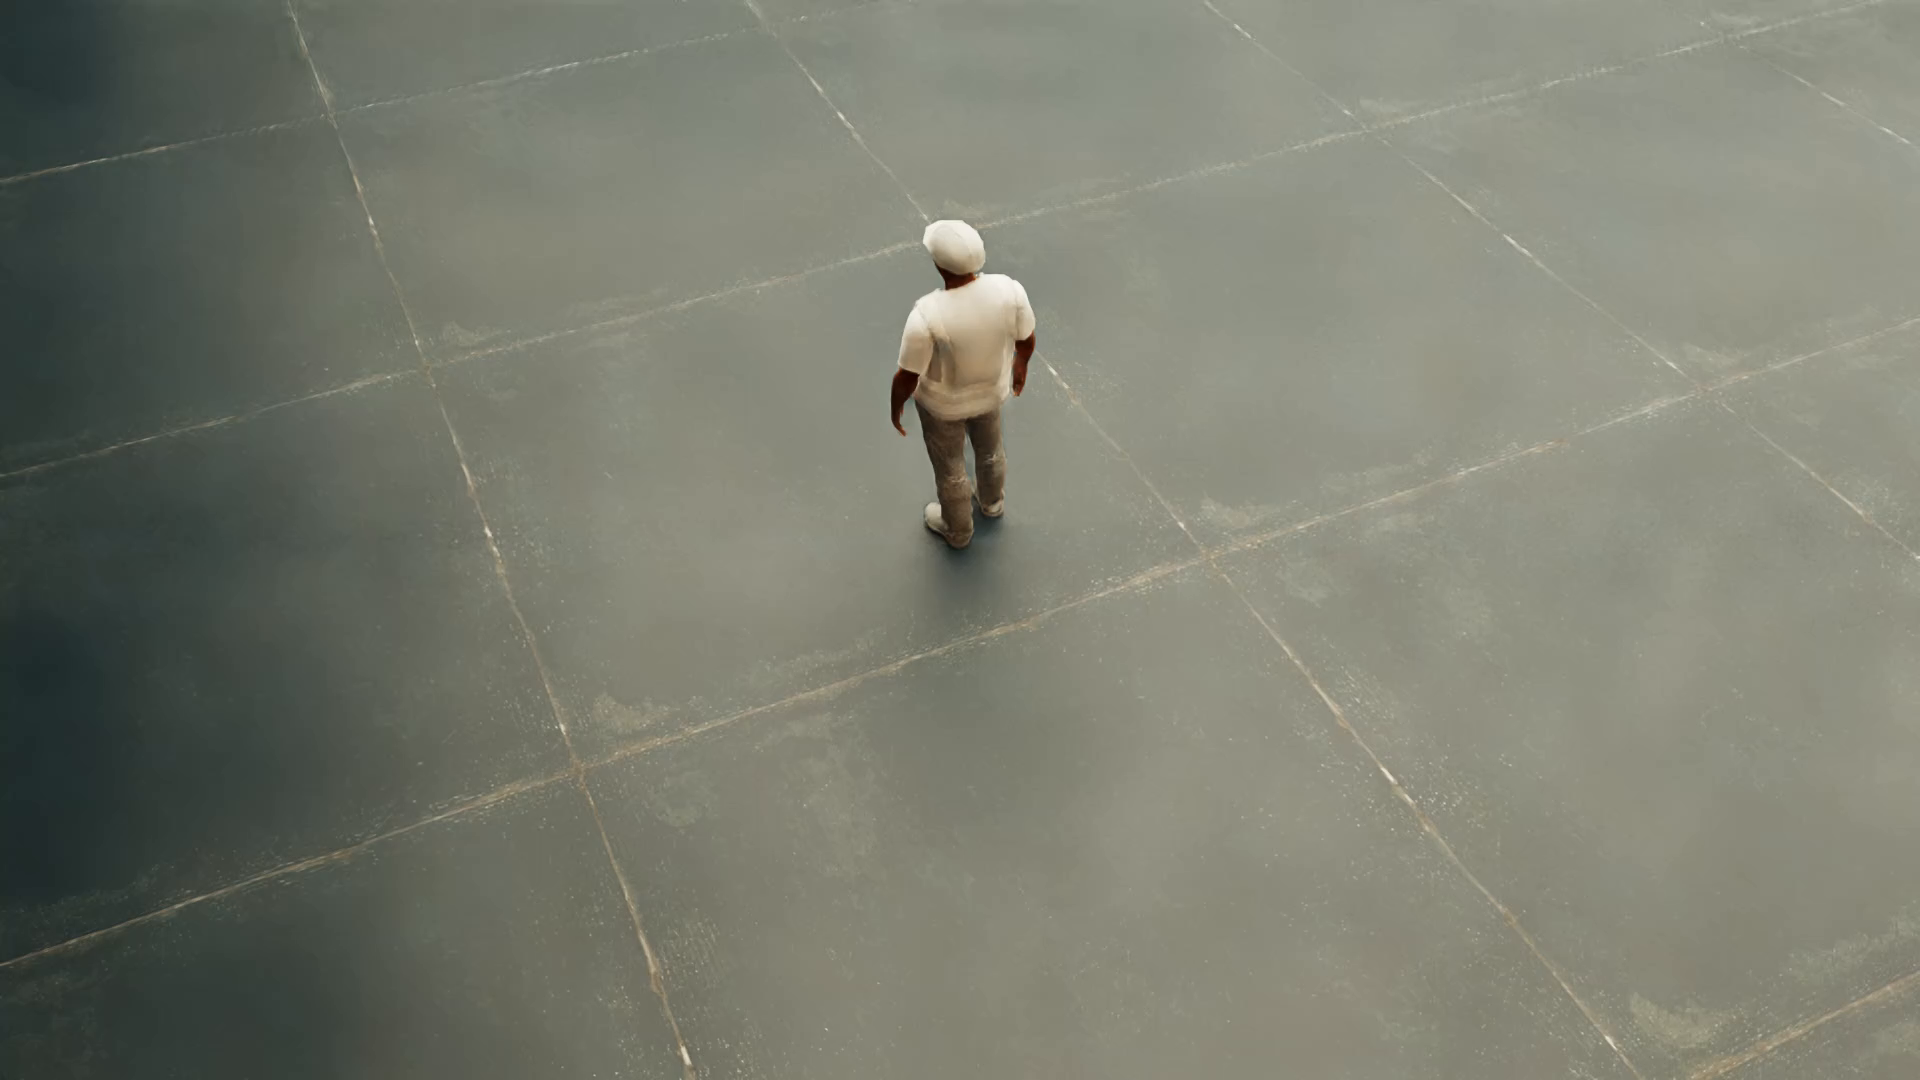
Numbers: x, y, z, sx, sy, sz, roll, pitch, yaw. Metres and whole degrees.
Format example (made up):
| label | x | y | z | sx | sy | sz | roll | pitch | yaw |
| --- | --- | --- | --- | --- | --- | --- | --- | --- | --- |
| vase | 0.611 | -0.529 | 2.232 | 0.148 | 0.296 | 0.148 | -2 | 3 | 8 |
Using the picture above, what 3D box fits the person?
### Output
| label | x | y | z | sx | sy | sz | roll | pitch | yaw |
| --- | --- | --- | --- | --- | --- | --- | --- | --- | --- |
| person | -0.024 | -0.695 | 7.269 | 0.665 | 1.766 | 0.576 | -18 | 46 | -18 |
